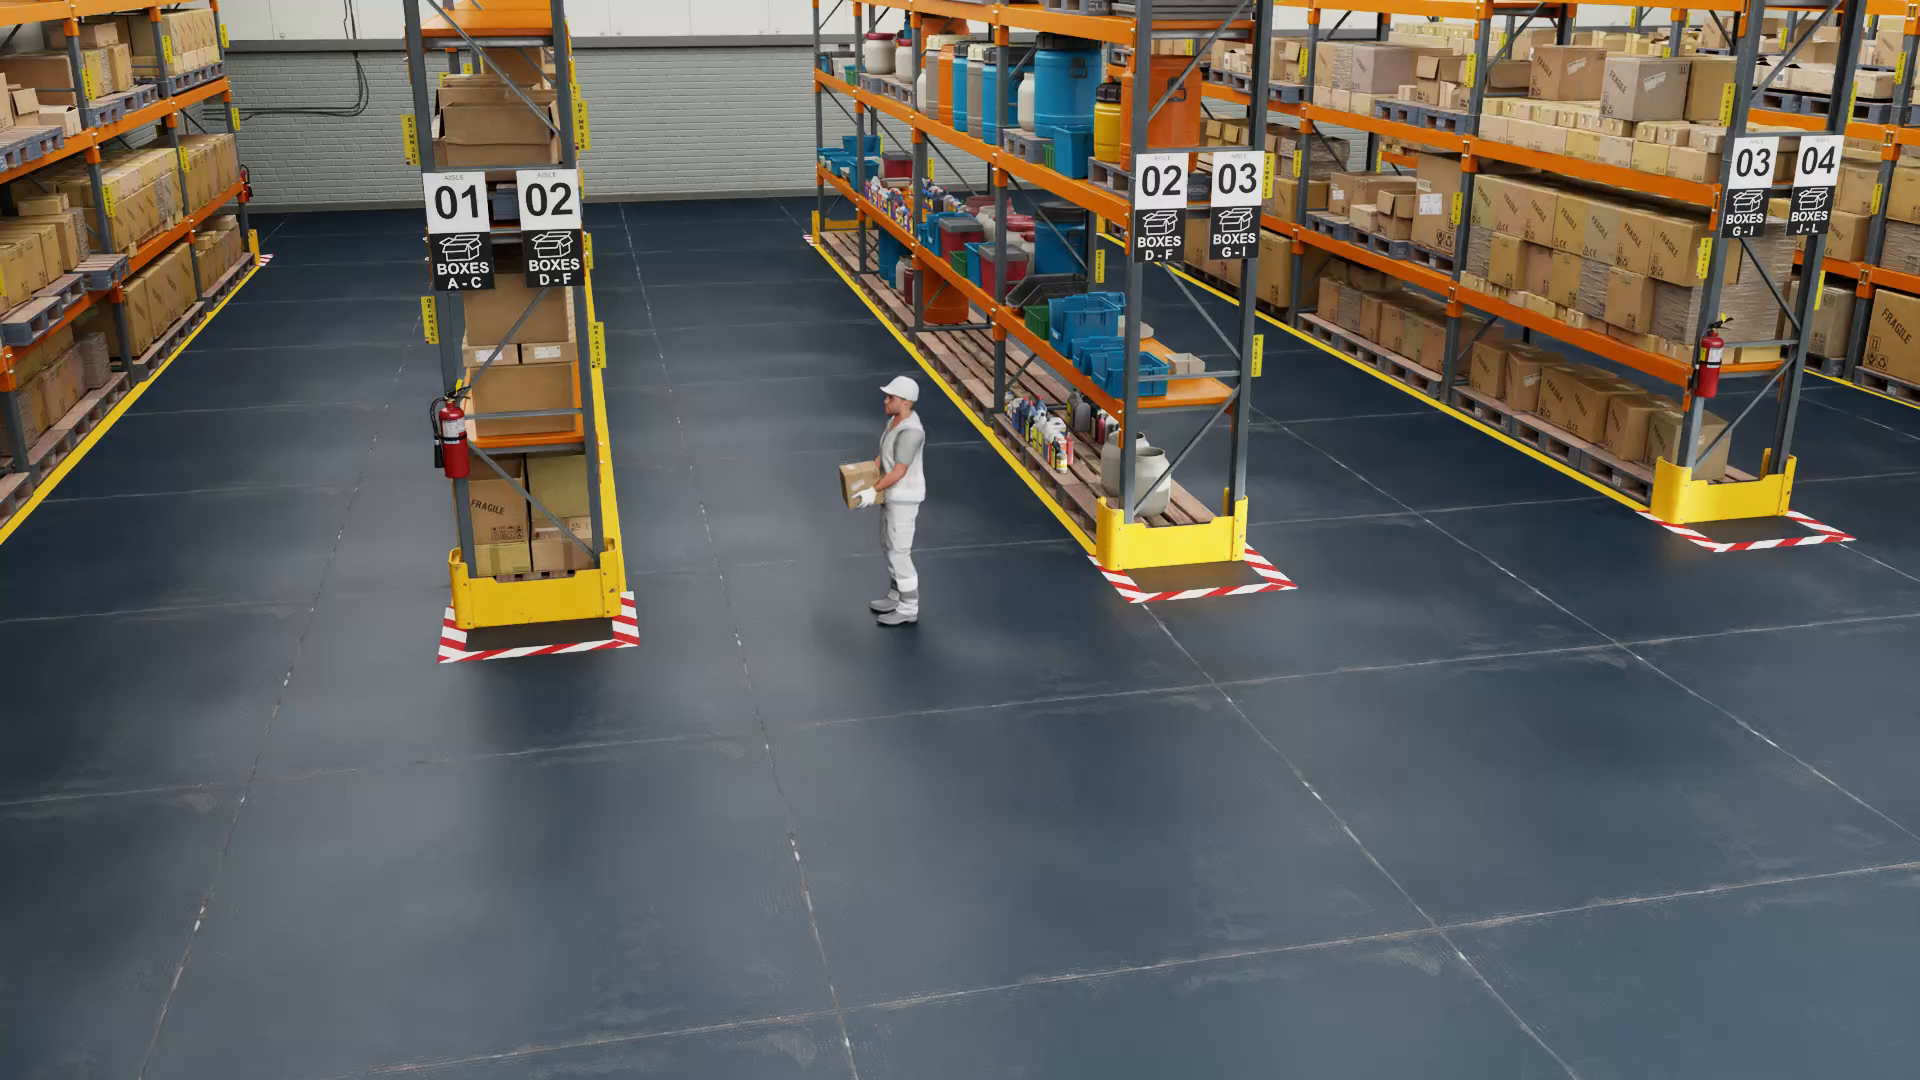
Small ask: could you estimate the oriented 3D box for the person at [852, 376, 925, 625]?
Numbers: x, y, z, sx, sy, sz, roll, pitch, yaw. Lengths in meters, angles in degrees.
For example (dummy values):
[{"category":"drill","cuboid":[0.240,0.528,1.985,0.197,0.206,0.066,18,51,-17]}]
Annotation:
[{"category":"person","cuboid":[-0.525,-0.283,11.831,0.547,1.793,0.519,-5,20,-13]}]
